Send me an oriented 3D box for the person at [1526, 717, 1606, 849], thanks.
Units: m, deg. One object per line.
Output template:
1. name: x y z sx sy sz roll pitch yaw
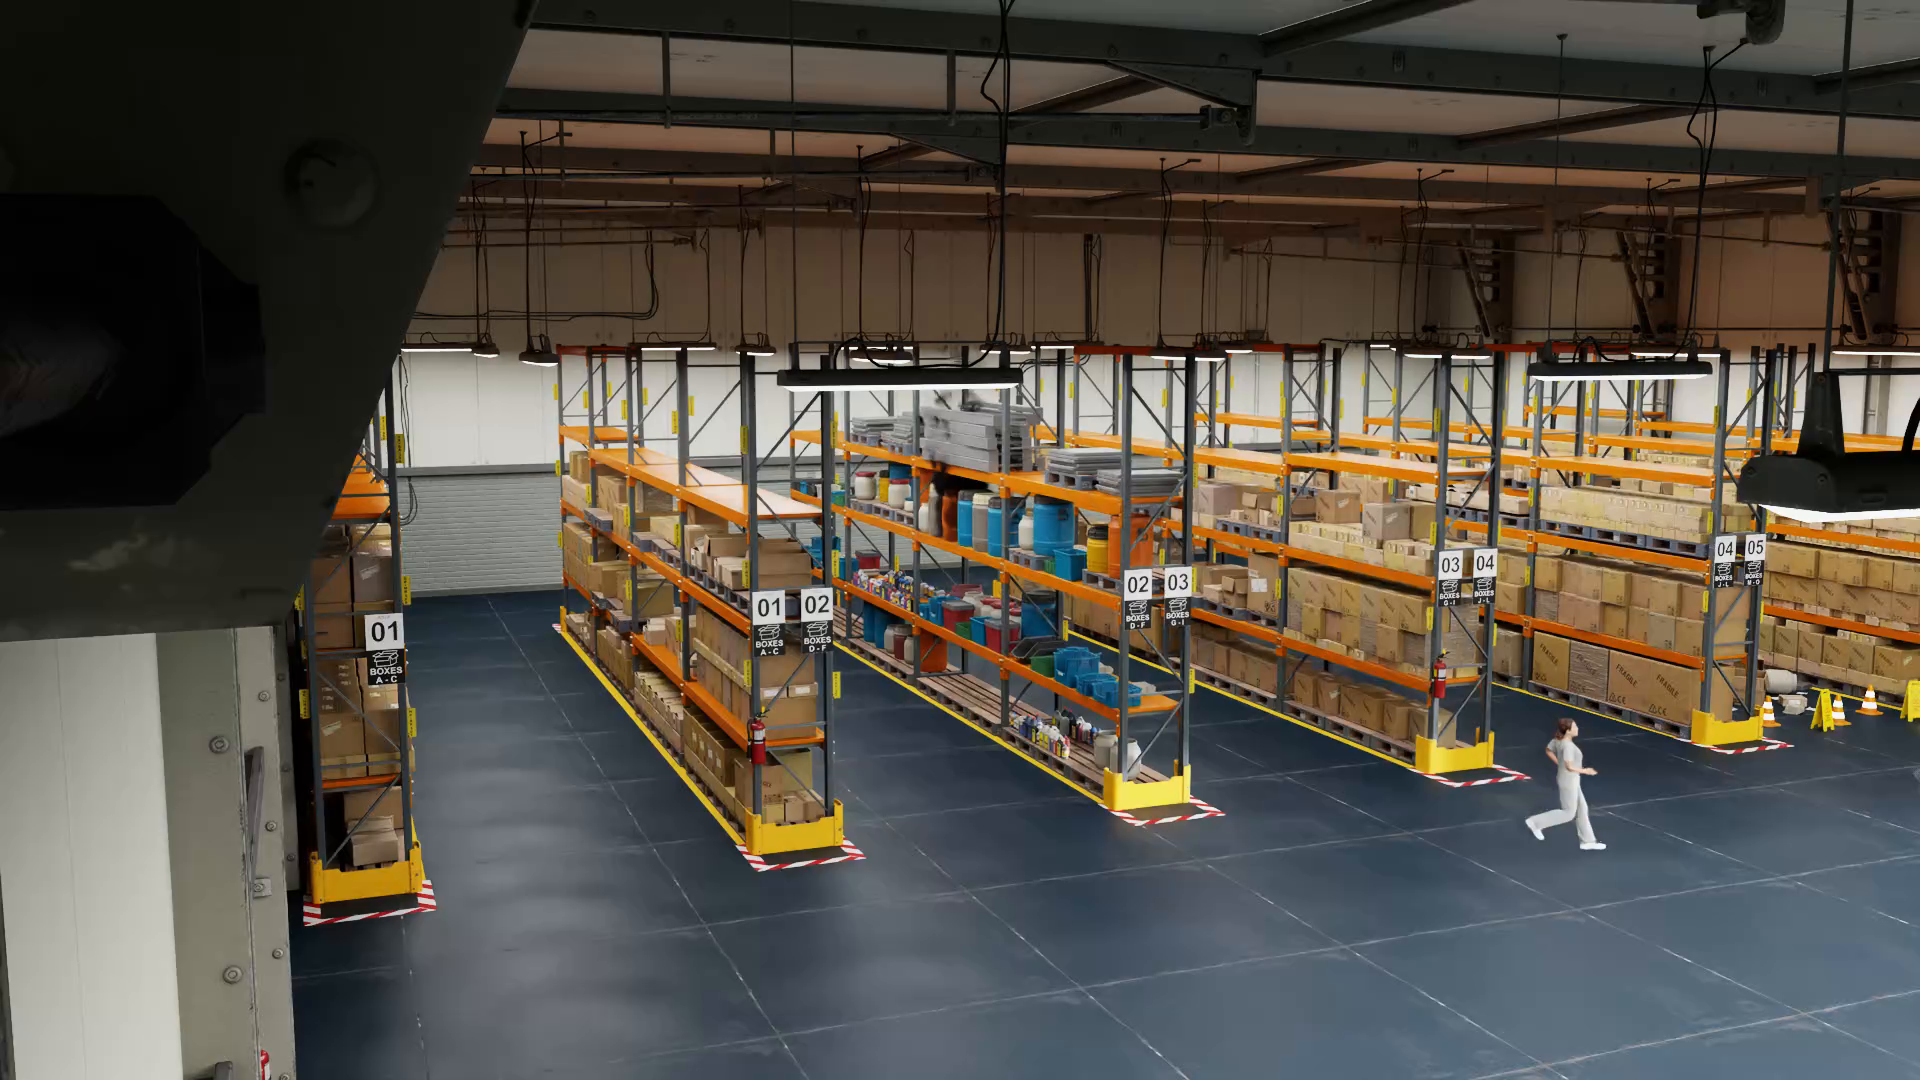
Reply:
1. person: 7.380 2.953 20.202 0.970 1.633 0.584 1 7 8

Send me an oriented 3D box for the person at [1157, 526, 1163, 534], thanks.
1. person: 4.882 0.380 40.730 0.647 1.601 0.472 7 10 43
